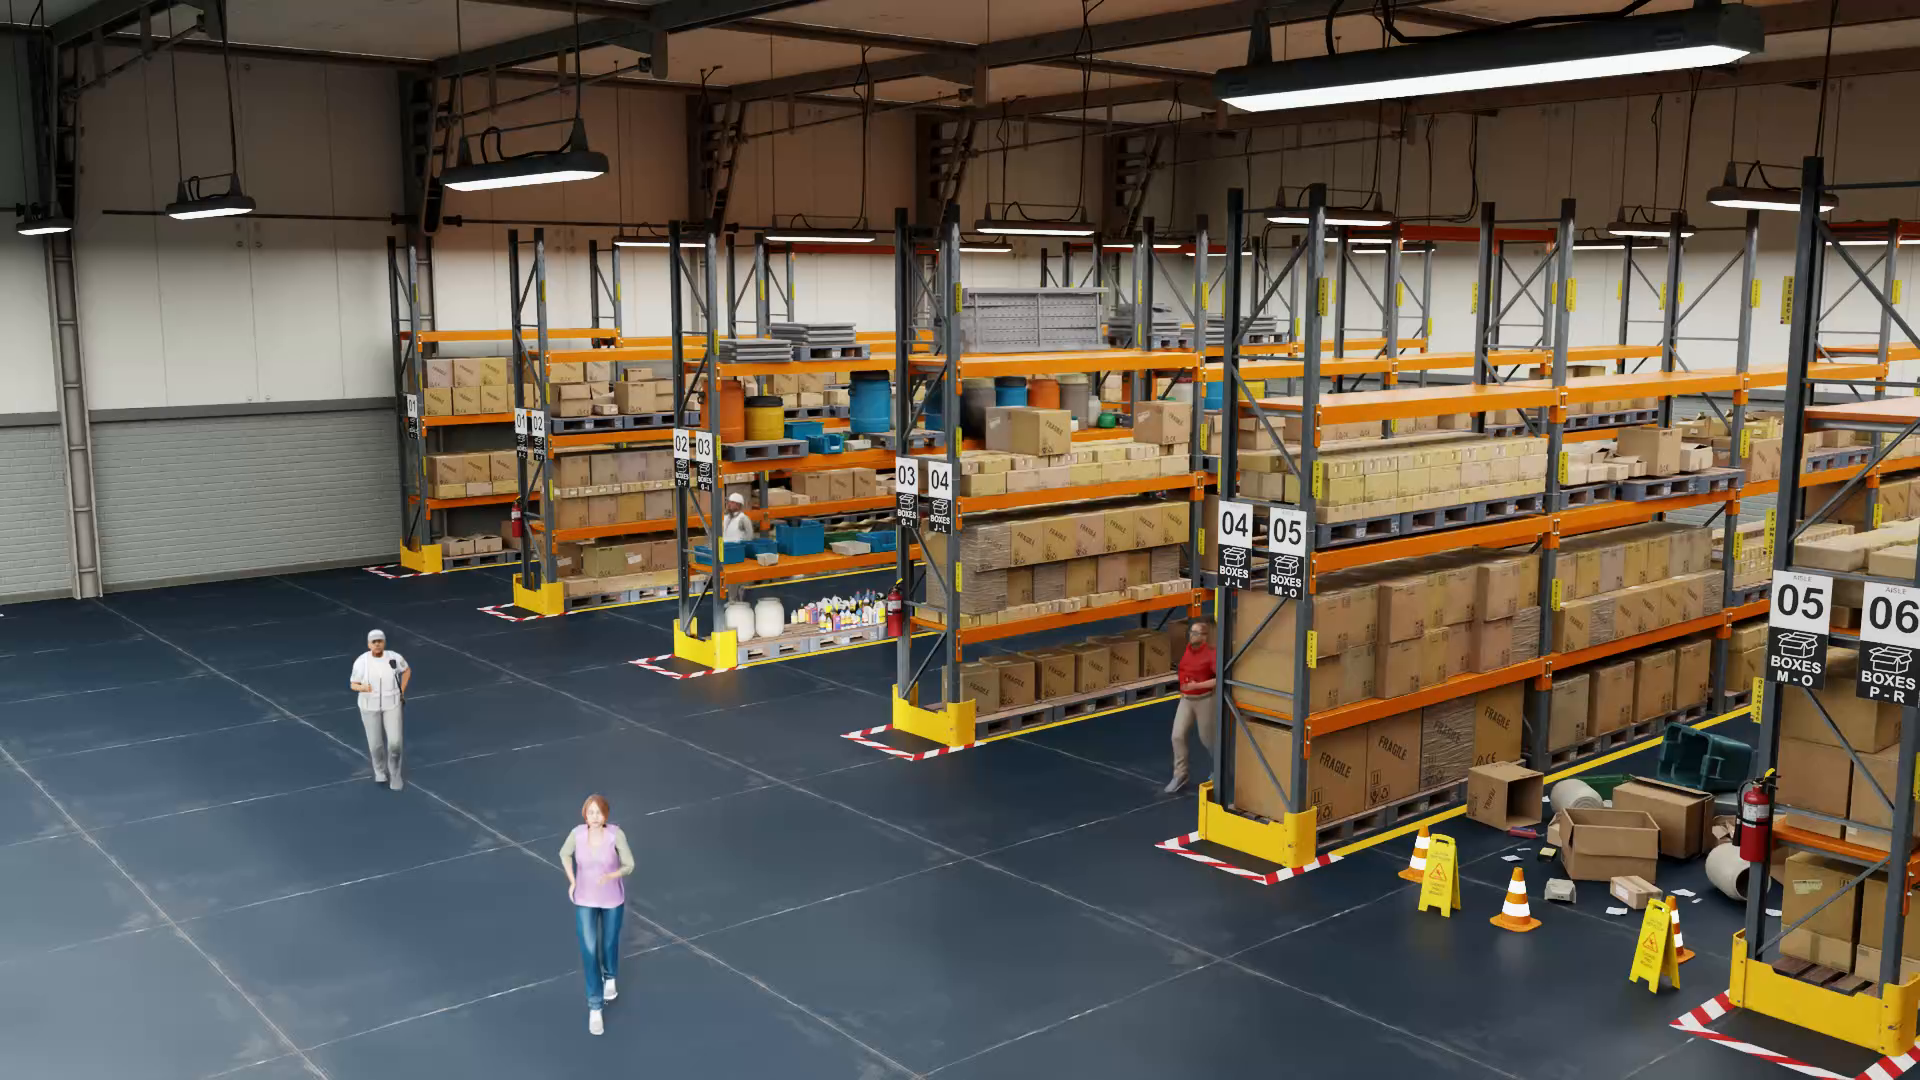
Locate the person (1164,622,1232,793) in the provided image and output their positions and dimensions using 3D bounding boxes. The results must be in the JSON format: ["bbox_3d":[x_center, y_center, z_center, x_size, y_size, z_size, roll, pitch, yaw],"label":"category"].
[{"bbox_3d":[2.485,1.711,17.105,0.820,1.771,0.653,-8,12,-42],"label":"person"}]

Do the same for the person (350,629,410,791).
[{"bbox_3d":[-5.924,1.754,17.050,0.586,1.695,0.661,-3,9,-18],"label":"person"}]

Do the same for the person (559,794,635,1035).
[{"bbox_3d":[-2.554,2.582,11.750,0.521,1.636,0.675,-2,9,-12],"label":"person"}]

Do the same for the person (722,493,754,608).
[{"bbox_3d":[-3.415,0.159,25.162,0.671,1.738,0.527,6,11,36],"label":"person"}]
